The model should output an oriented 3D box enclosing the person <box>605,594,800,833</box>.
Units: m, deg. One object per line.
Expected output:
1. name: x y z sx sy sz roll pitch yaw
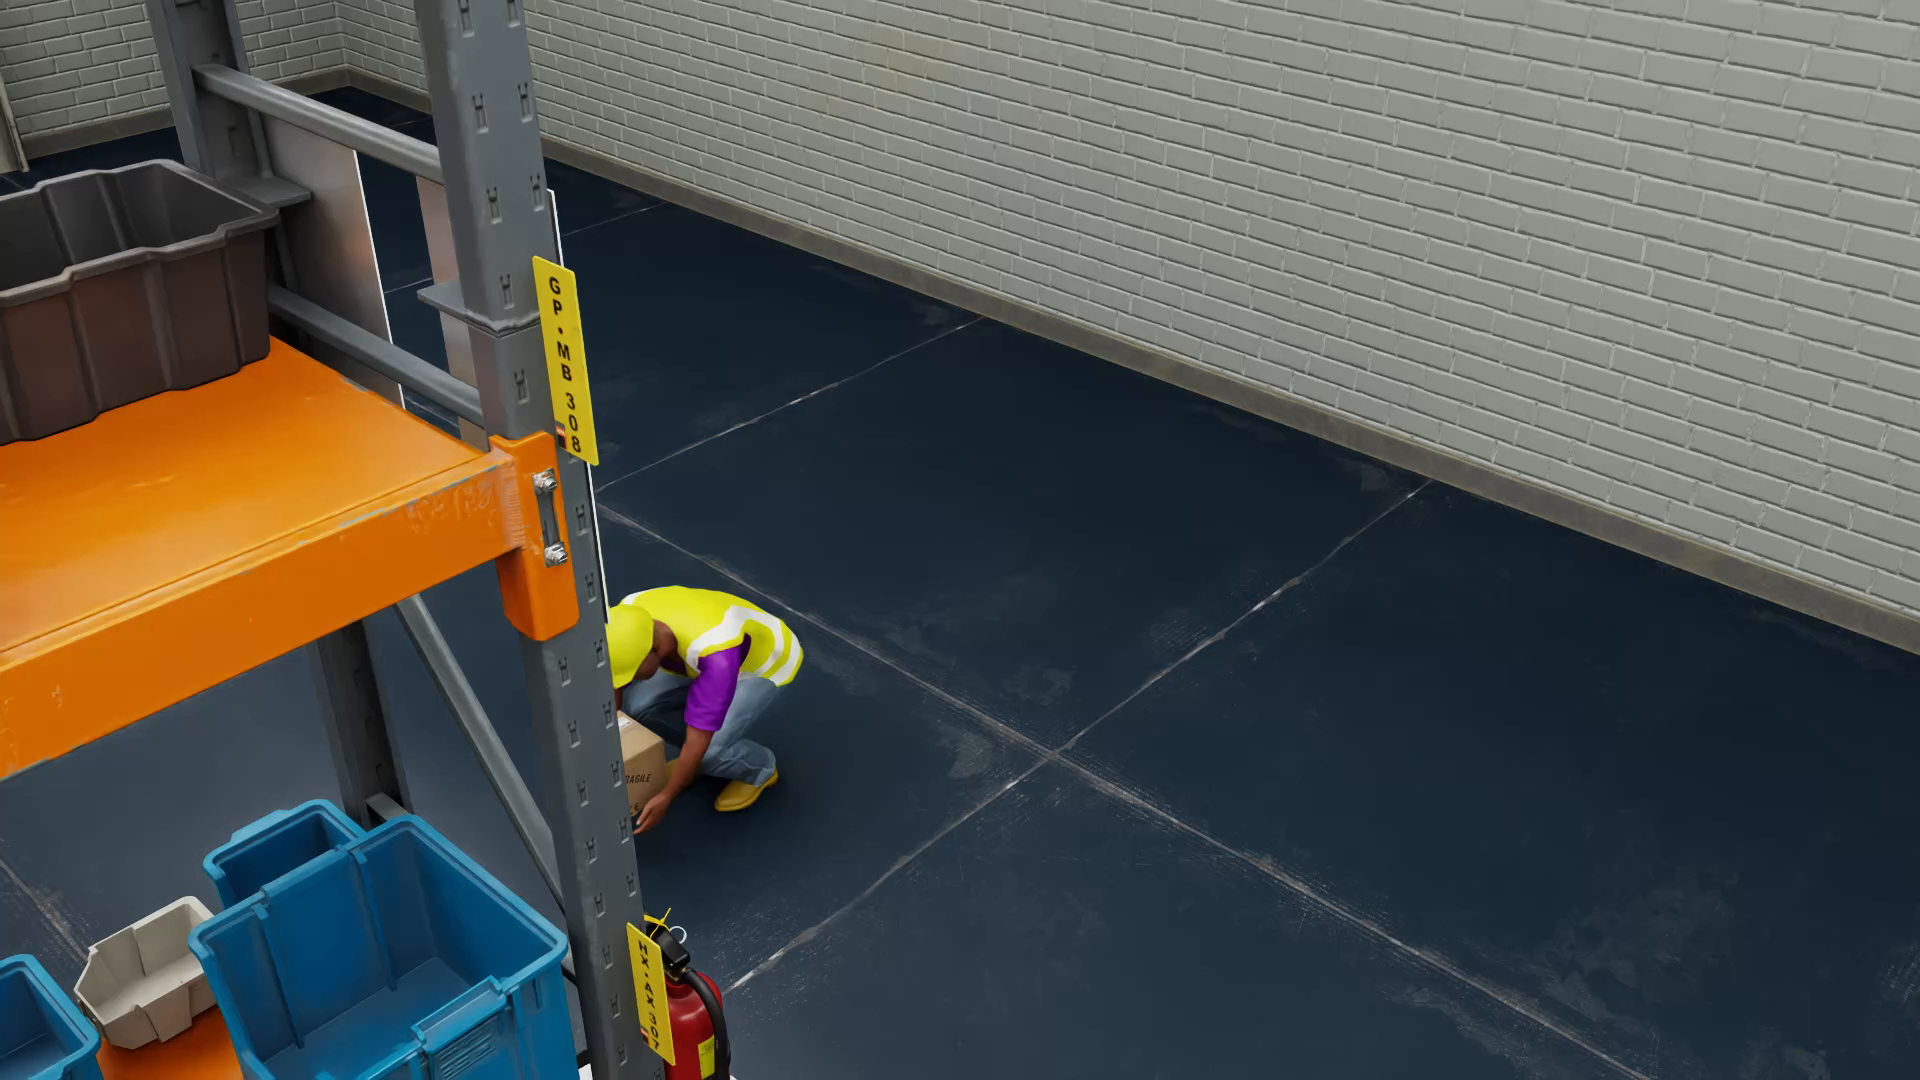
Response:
1. person: -0.970 0.540 5.968 0.590 0.999 0.880 25 39 35
